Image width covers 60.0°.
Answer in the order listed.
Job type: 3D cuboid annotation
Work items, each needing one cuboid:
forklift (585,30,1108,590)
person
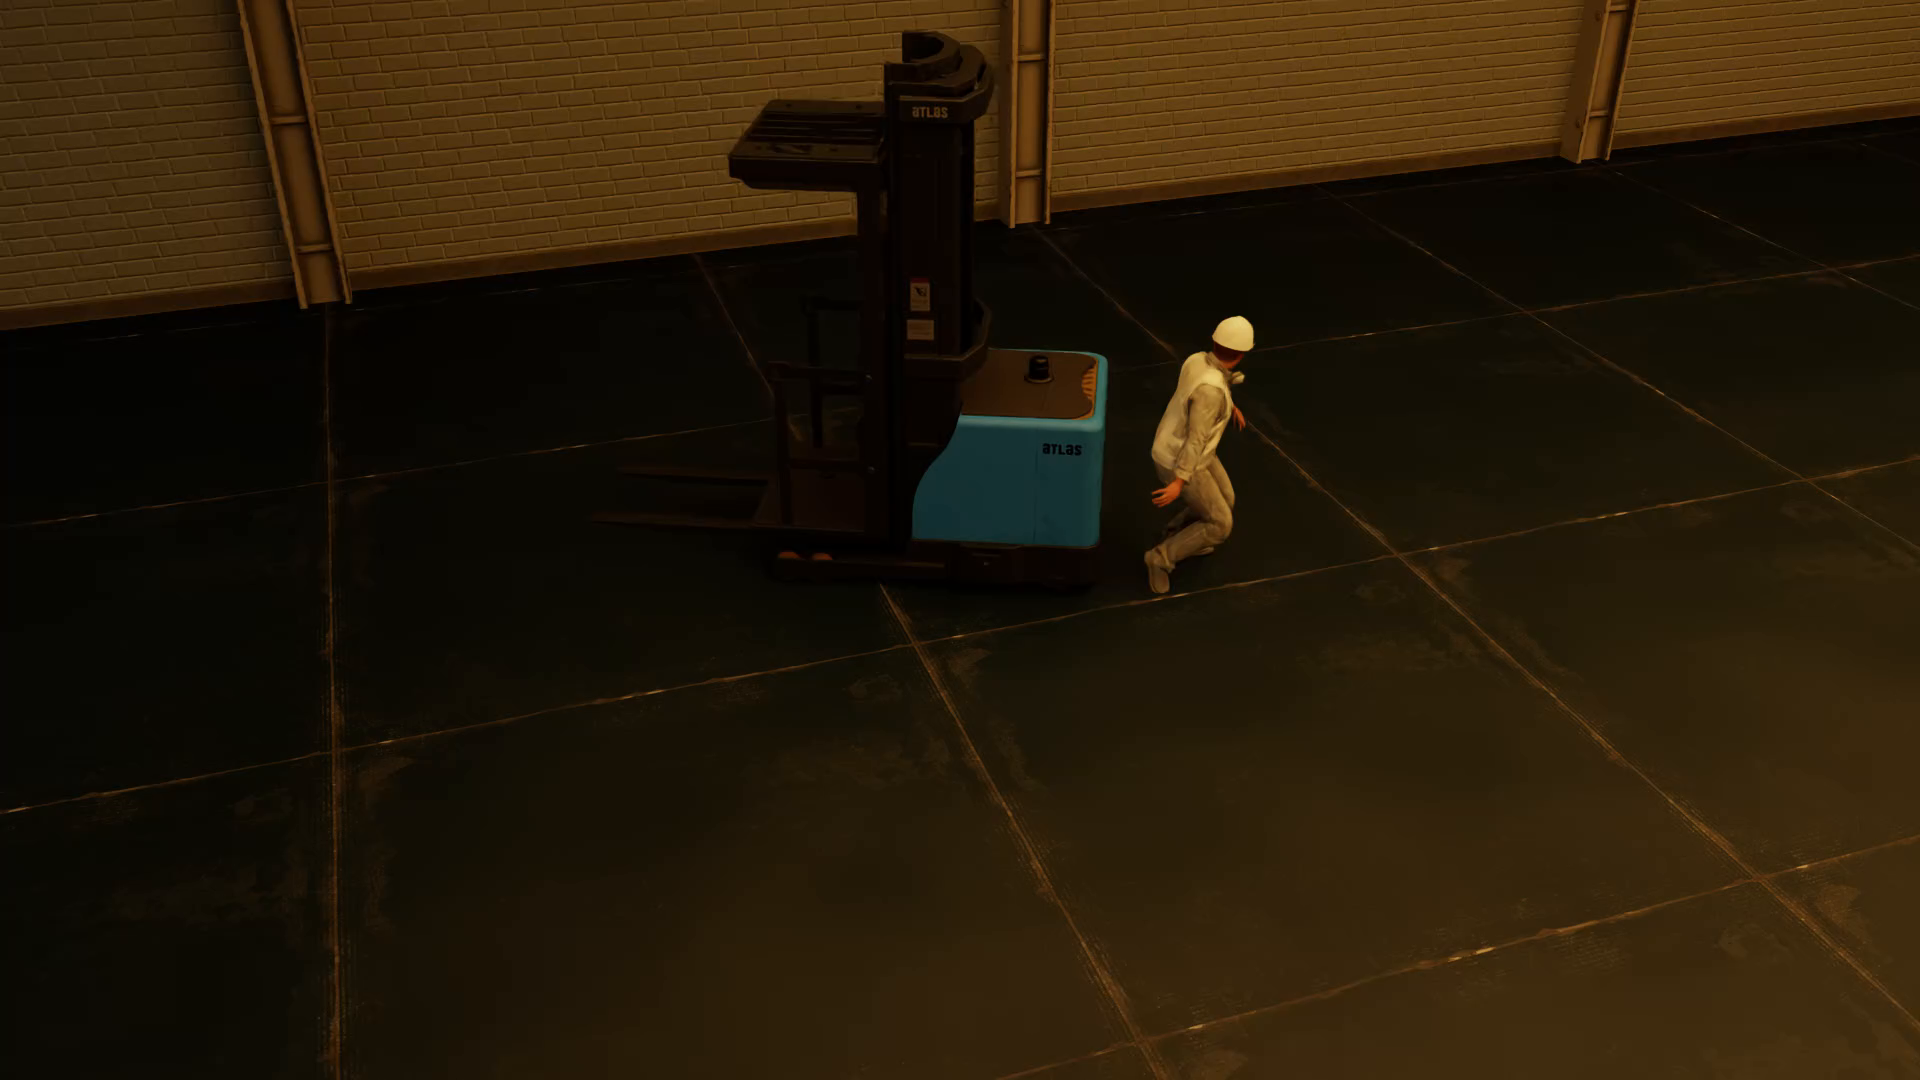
[{"bbox_3d":[-0.667,-1.286,9.322,3.031,2.935,1.130,3,30,5],"label":"forklift"},{"bbox_3d":[1.321,-0.457,9.282,0.511,1.648,0.960,7,31,12],"label":"person"}]
